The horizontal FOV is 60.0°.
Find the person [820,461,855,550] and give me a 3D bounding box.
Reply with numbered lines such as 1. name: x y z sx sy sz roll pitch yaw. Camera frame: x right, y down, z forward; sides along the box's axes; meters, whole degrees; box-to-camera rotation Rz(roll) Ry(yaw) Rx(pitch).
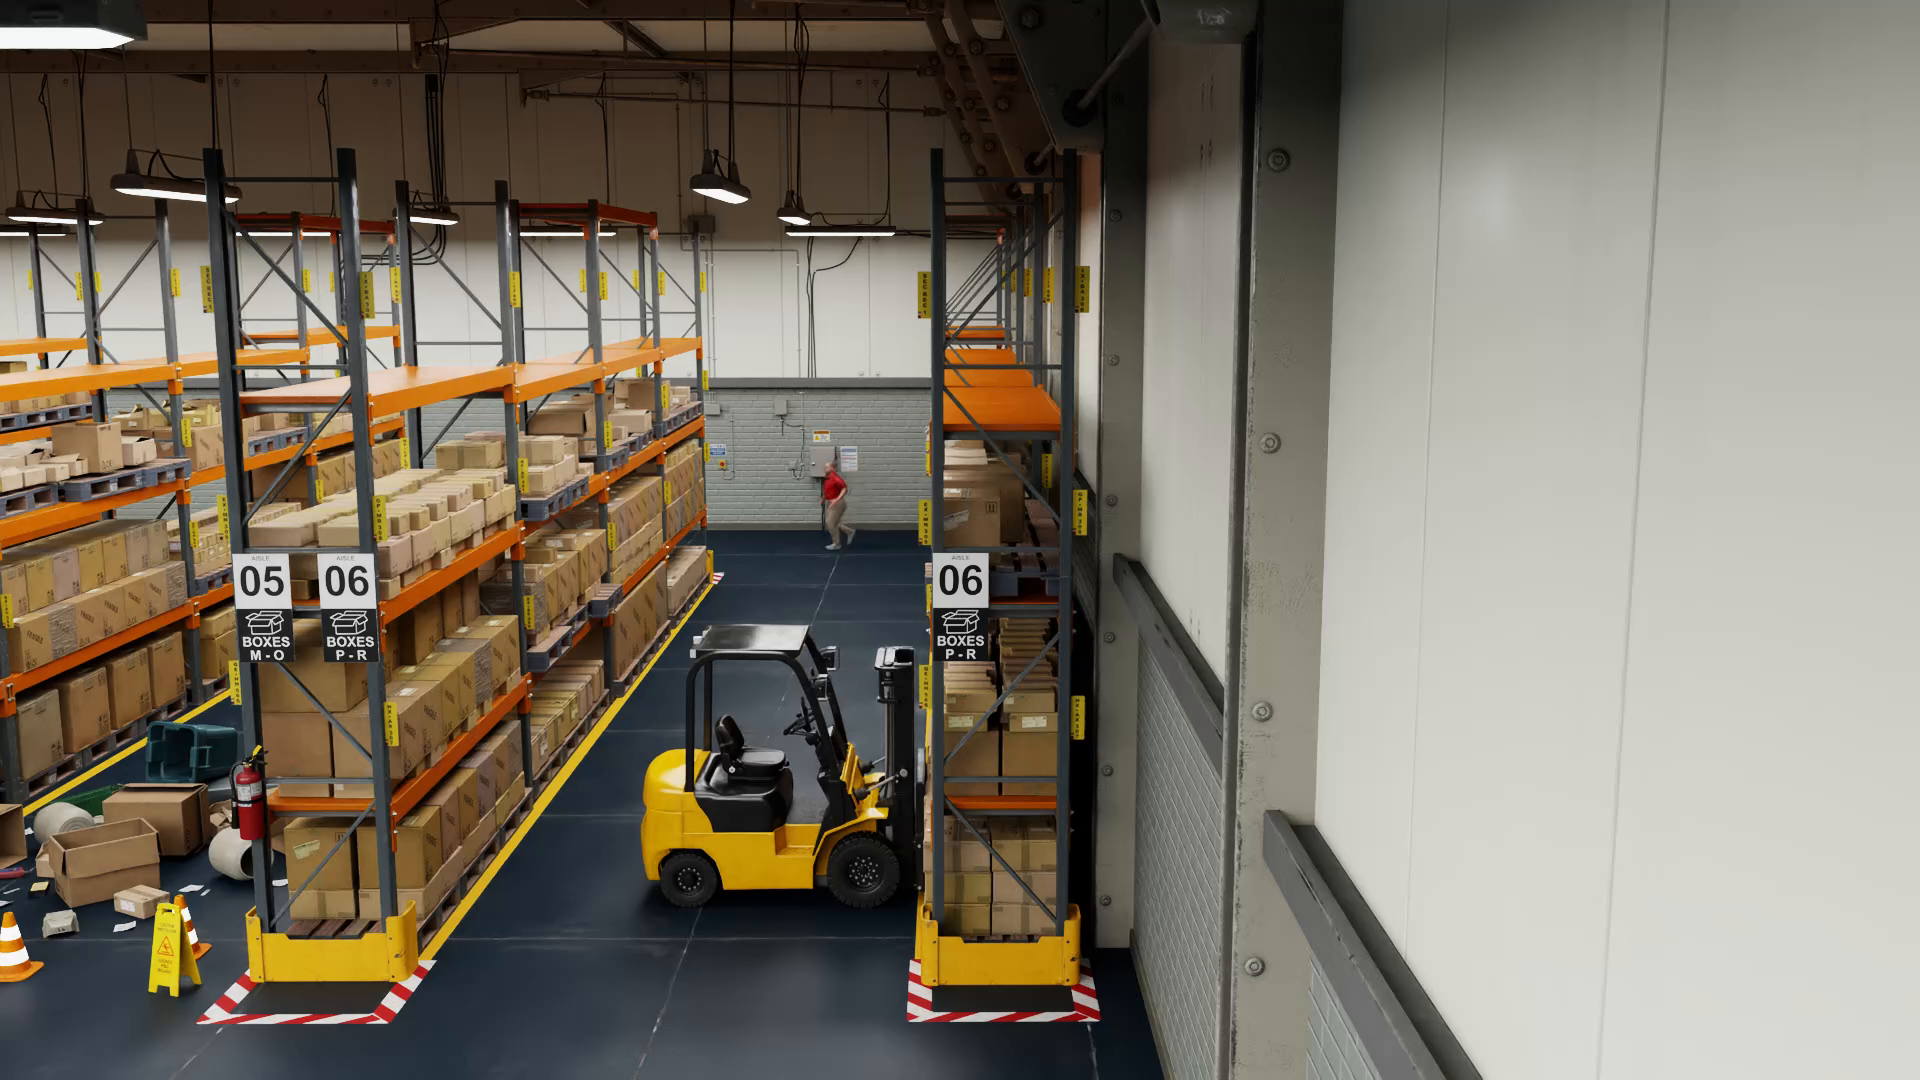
1. person: -2.292 -0.663 31.411 0.696 1.673 0.662 -4 10 -24
